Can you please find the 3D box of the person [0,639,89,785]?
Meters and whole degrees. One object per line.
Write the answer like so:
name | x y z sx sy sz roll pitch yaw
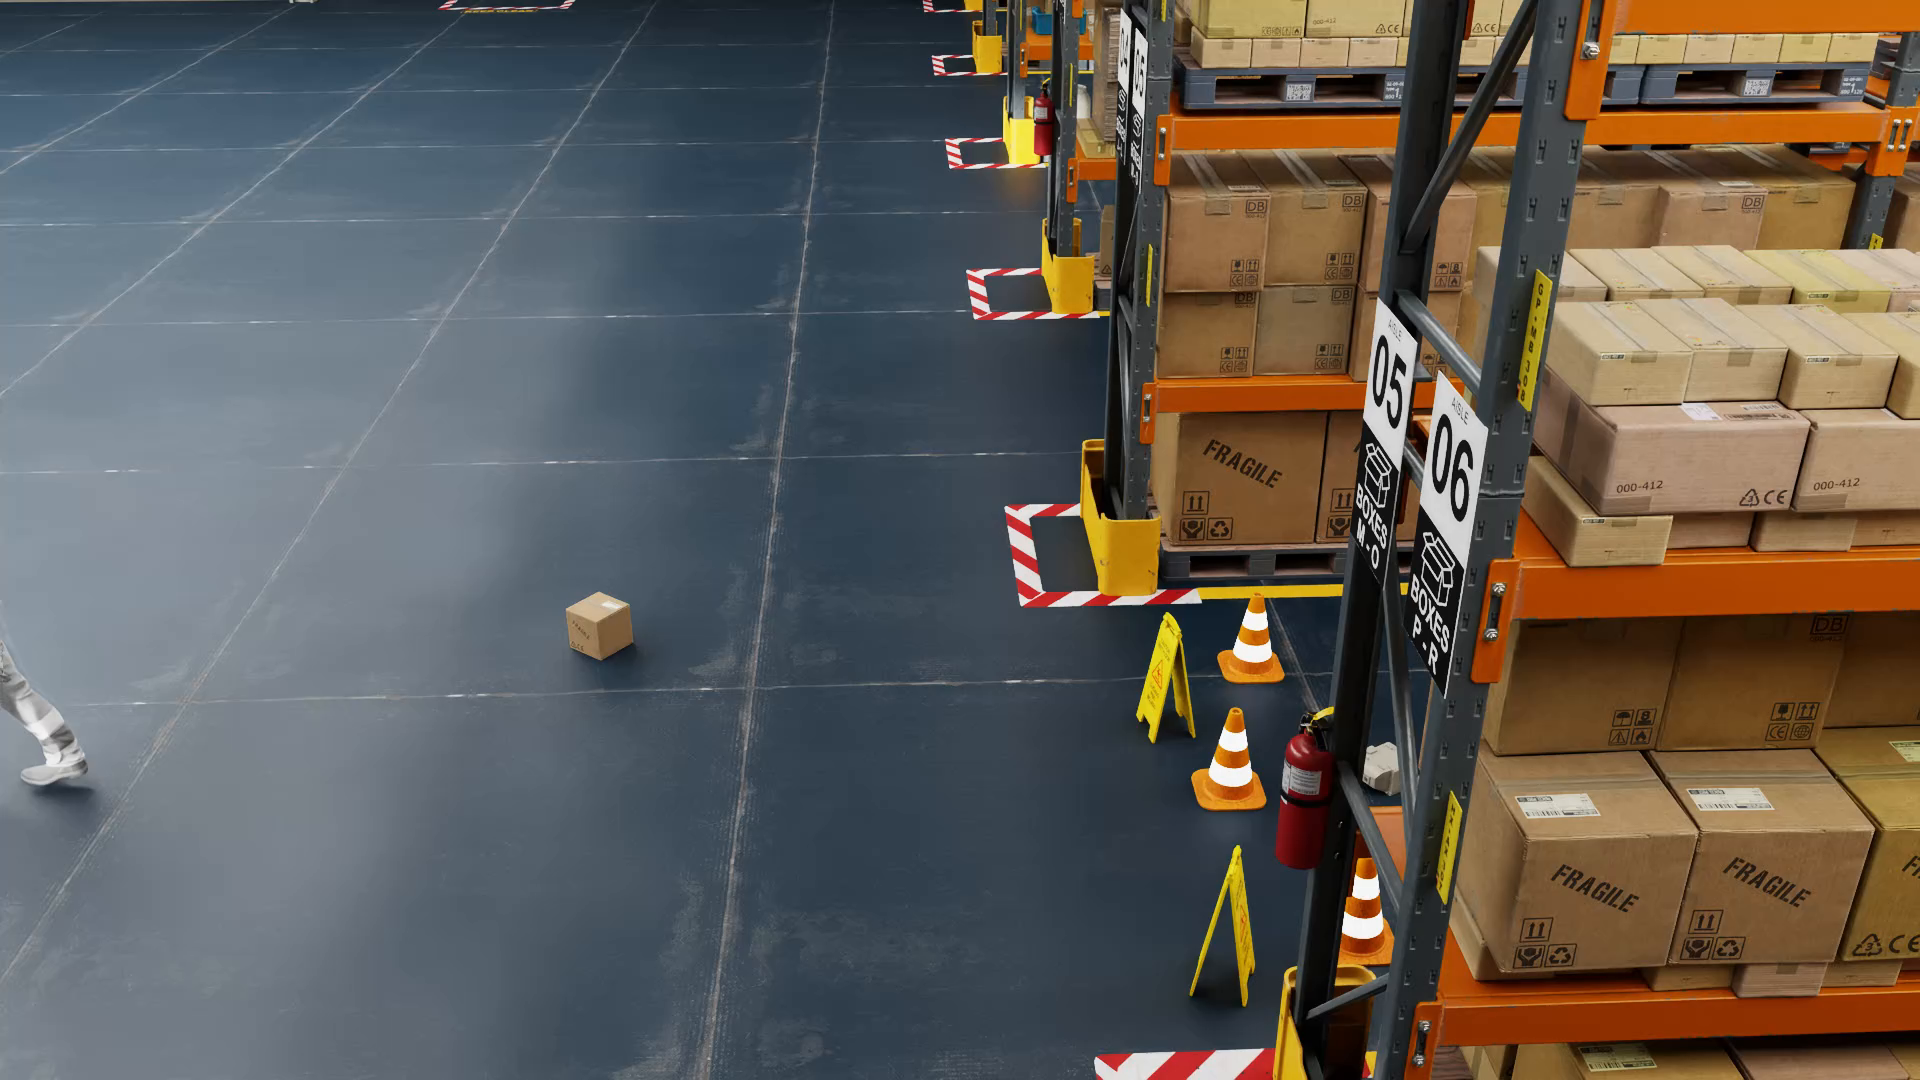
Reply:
person | -4.712 0.465 7.653 0.902 1.758 0.550 -11 29 -21
